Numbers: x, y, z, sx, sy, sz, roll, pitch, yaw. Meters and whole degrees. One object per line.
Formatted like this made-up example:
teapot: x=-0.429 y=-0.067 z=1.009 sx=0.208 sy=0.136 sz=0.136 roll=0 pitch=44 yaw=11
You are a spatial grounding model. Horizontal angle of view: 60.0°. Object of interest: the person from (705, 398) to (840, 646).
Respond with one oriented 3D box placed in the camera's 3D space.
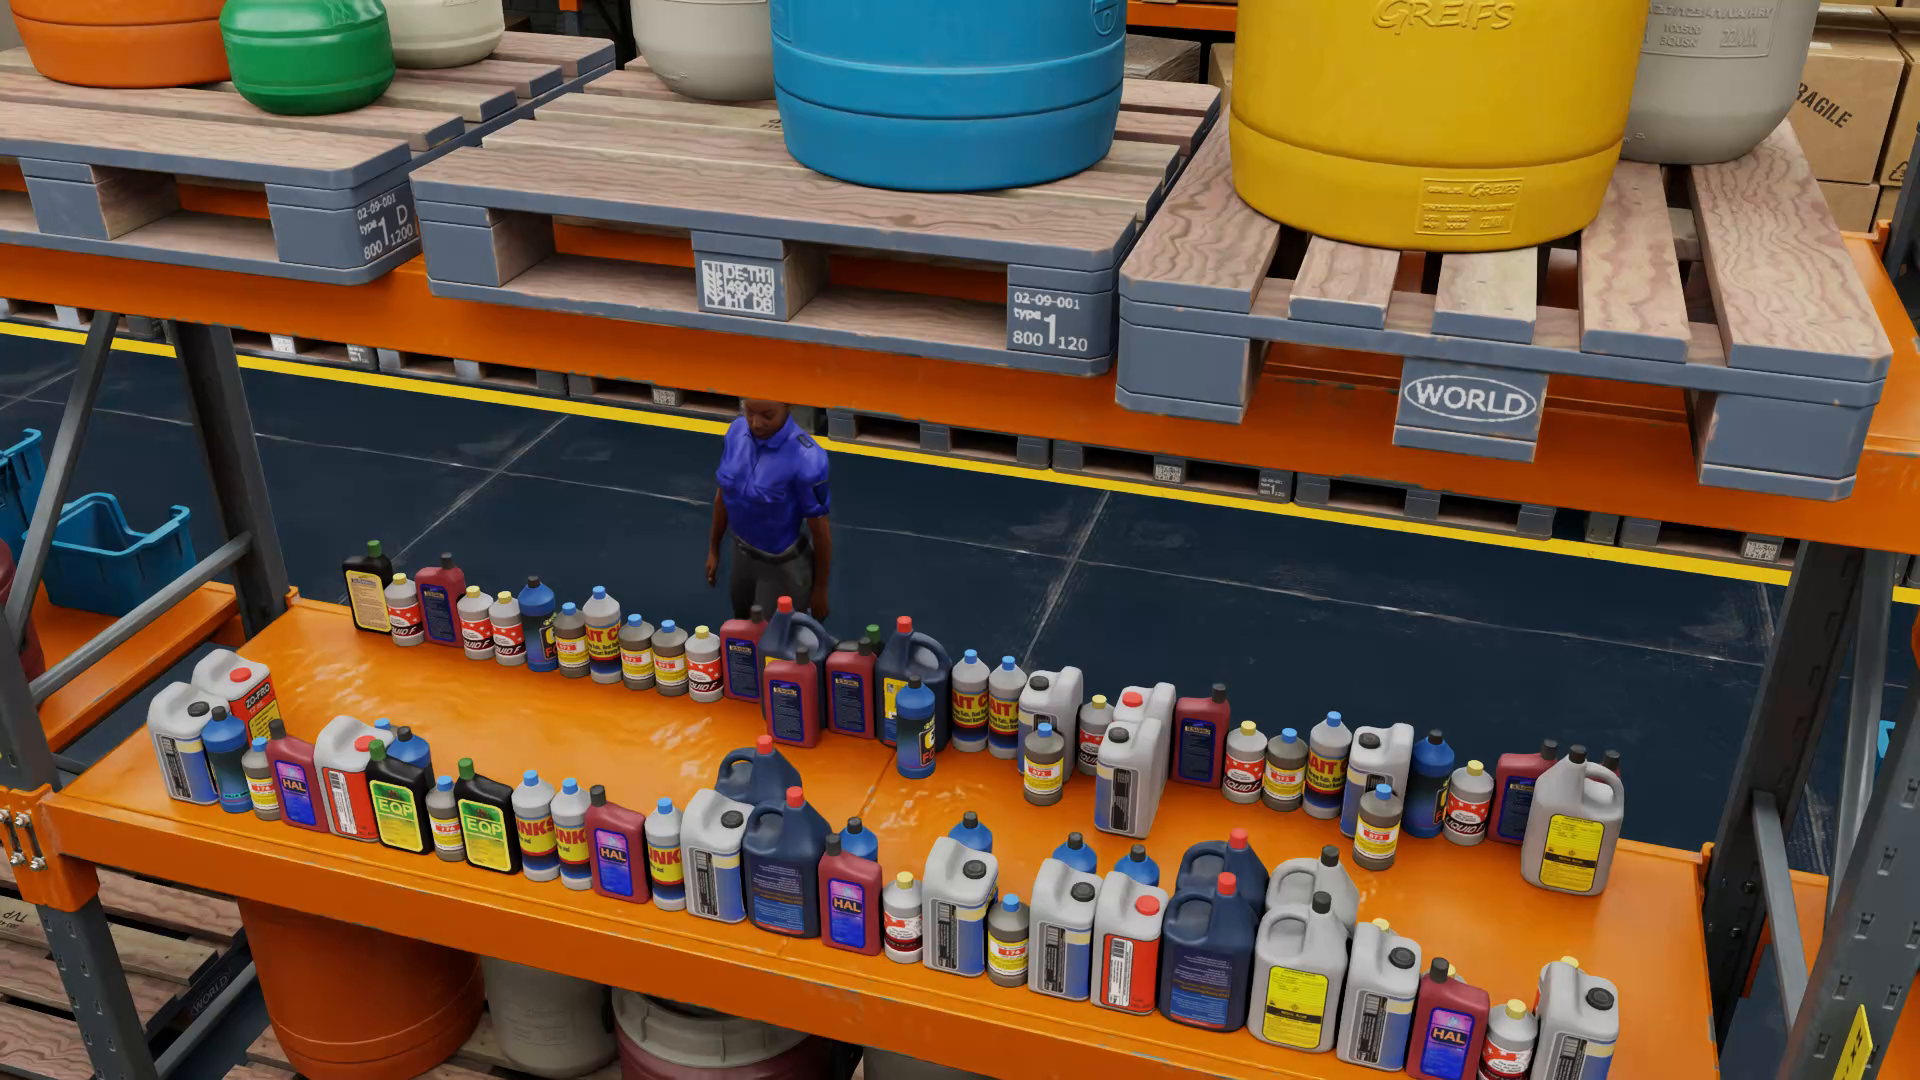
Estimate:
person: x=-0.651 y=0.078 z=5.981 sx=0.519 sy=1.637 sz=0.805 roll=25 pitch=38 yaw=37
